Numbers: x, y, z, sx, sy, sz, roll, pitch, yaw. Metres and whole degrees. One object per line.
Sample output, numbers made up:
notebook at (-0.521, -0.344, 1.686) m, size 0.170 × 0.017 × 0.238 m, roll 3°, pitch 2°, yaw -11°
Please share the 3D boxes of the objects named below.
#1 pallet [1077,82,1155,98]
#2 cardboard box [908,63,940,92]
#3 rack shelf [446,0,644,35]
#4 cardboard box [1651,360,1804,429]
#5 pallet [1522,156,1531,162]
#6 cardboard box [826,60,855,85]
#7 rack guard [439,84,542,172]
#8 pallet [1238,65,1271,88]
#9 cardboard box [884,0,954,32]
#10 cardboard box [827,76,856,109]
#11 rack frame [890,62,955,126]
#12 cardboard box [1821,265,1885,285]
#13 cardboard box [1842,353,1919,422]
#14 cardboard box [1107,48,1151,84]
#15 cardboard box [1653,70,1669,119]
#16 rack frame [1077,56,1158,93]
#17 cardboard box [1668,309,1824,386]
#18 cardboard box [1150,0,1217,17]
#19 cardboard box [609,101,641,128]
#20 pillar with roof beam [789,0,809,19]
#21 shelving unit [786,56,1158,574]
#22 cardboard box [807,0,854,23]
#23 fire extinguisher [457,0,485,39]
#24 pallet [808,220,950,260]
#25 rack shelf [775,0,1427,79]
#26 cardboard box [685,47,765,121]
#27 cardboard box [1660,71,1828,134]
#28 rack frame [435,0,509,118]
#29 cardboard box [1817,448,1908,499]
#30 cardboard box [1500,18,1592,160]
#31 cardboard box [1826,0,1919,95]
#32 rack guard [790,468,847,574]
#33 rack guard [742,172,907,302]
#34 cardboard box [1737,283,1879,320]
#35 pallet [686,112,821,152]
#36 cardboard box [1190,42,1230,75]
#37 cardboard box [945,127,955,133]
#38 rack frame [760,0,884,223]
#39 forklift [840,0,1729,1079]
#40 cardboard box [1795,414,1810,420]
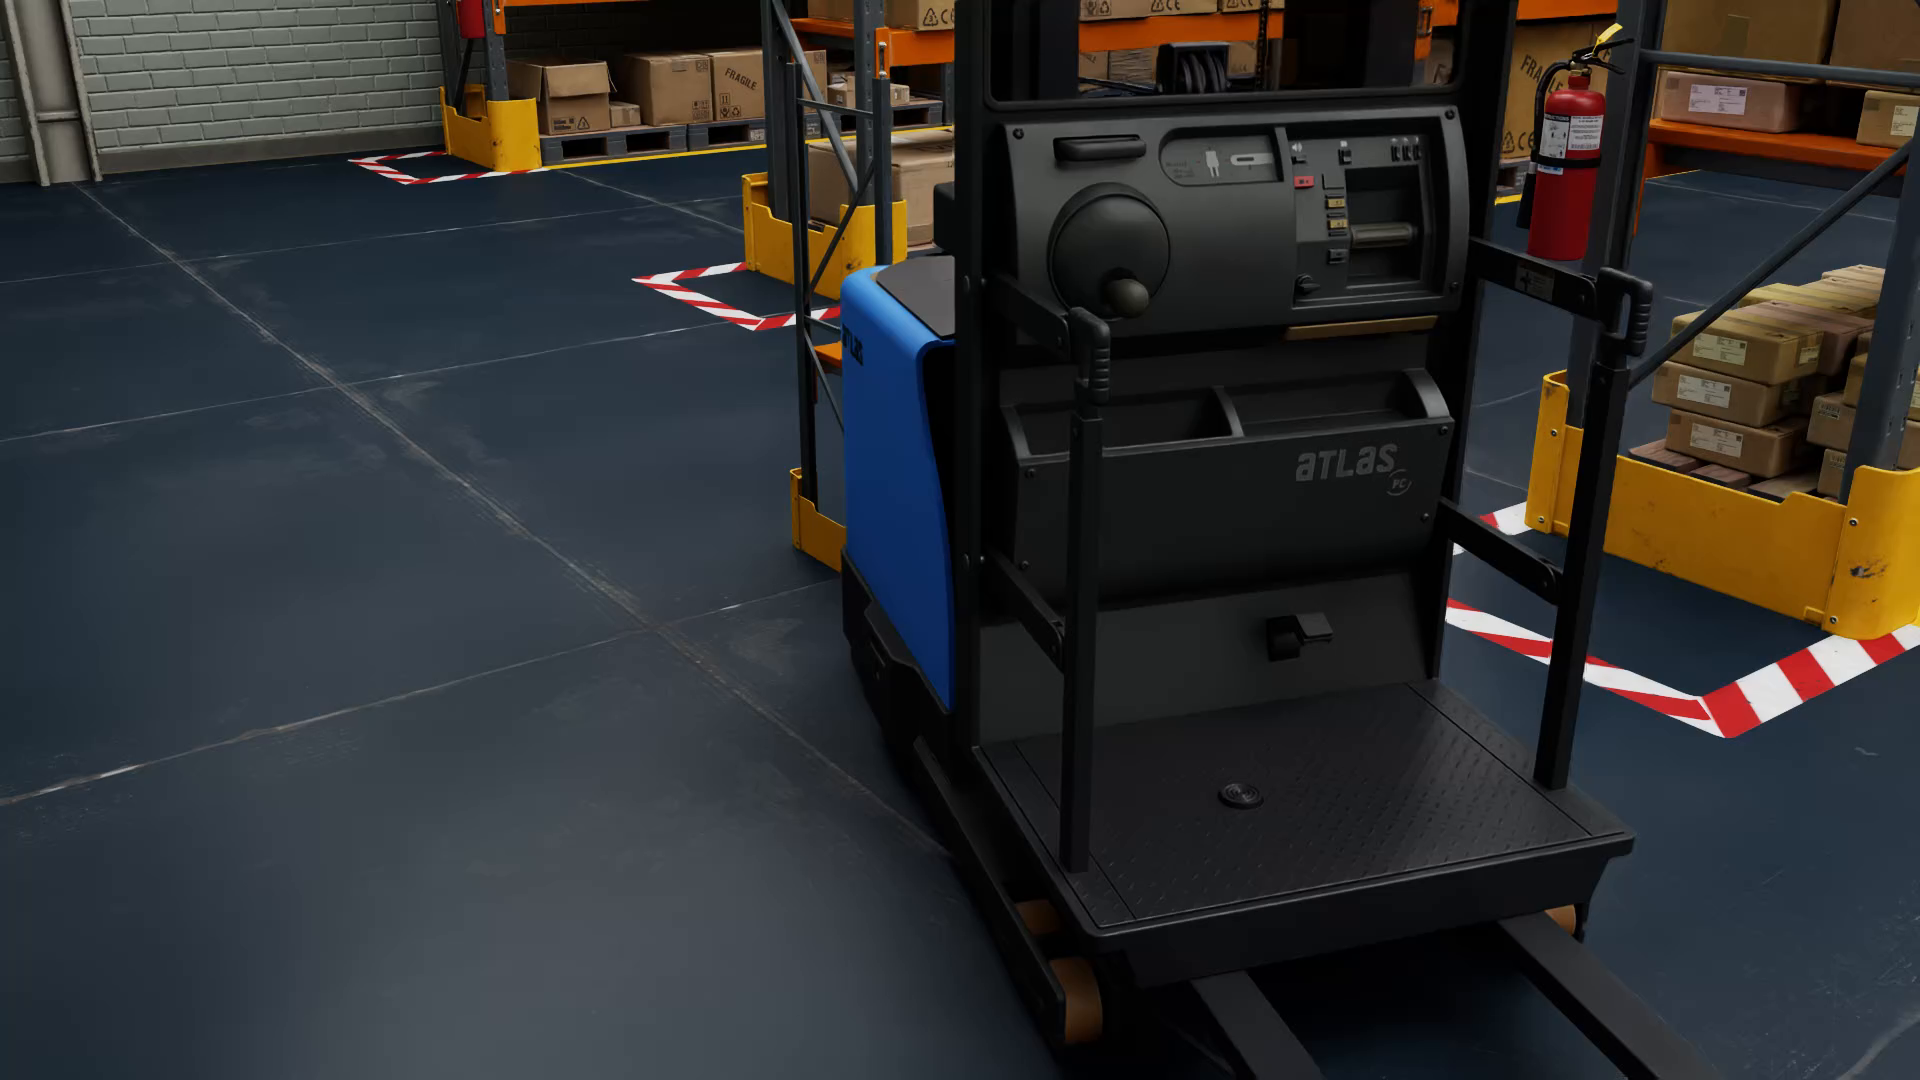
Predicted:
pallet at (1.272, -4.279, 15.836) m, size 1.213 × 0.211 × 1.003 m, roll -15°, pitch 26°, yaw -33°
cardboard box at (-0.131, -4.351, 15.058) m, size 0.500 × 0.500 × 0.500 m, roll -15°, pitch 26°, yaw -33°
rack shelf at (-1.980, -4.354, 13.232) m, size 4.000 × 0.370 × 1.077 m, roll -15°, pitch 26°, yaw -33°
cardboard box at (2.533, -0.505, 5.493) m, size 0.250 × 0.149 × 0.380 m, roll -16°, pitch 27°, yaw -34°
pallet at (4.119, -2.789, 12.101) m, size 1.213 × 0.211 × 1.003 m, roll -15°, pitch 26°, yaw -33°
cardboard box at (-1.031, -3.996, 14.424) m, size 0.500 × 0.311 × 0.500 m, roll -14°, pitch 26°, yaw -31°
rack guard at (-3.542, -3.111, 12.518) m, size 0.348 × 0.500 × 1.175 m, roll -15°, pitch 26°, yaw -33°
pallet at (3.581, -4.859, 17.287) m, size 1.213 × 0.211 × 1.003 m, roll -15°, pitch 26°, yaw -33°
cardboard box at (-0.145, -2.827, 8.299) m, size 0.500 × 0.500 × 0.500 m, roll -15°, pitch 26°, yaw -33°
cardboard box at (-0.927, -3.760, 13.895) m, size 0.258 × 0.266 × 0.396 m, roll -14°, pitch 26°, yaw -31°
rack frame at (-0.357, -5.121, 14.184) m, size 0.127 × 3.000 × 1.000 m, roll -15°, pitch 26°, yaw -33°
cardboard box at (3.359, -0.877, 6.025) m, size 0.250 × 0.149 × 0.380 m, roll -14°, pitch 26°, yaw -31°
cardboard box at (2.895, -0.454, 4.965) m, size 0.250 × 0.149 × 0.380 m, roll -16°, pitch 27°, yaw -35°
cardboard box at (1.426, -4.528, 15.502) m, size 0.500 × 0.500 × 0.500 m, roll -16°, pitch 27°, yaw -35°
cardboard box at (5.183, -3.578, 12.617) m, size 0.875 × 0.875 × 0.875 m, roll -15°, pitch 26°, yaw -33°
rack frame at (0.482, -0.825, 5.440) m, size 0.032 × 1.500 × 0.500 m, roll -15°, pitch 26°, yaw -33°
cardboard box at (2.553, -0.634, 5.415) m, size 0.250 × 0.149 × 0.380 m, roll -15°, pitch 26°, yaw -32°
cardboard box at (1.070, -3.163, 9.141) m, size 0.500 × 0.500 × 0.500 m, roll -14°, pitch 26°, yaw -31°
cardboard box at (-2.684, -3.311, 12.926) m, size 0.250 × 0.149 × 0.380 m, roll -16°, pitch 27°, yaw -35°
pillar with roof beam at (1.066, -6.733, 10.128) m, size 0.400 × 9.000 × 9.100 m, roll -15°, pitch 26°, yaw -33°
shelving unit at (0.062, -0.713, 5.160) m, size 1.083 × 1.500 × 0.587 m, roll -15°, pitch 26°, yaw -33°
cardboard box at (-0.465, -2.994, 8.716) m, size 0.500 × 0.500 × 0.500 m, roll -15°, pitch 26°, yaw -33°
fire extinguisher at (-3.453, -3.876, 11.669) m, size 0.183 × 0.674 × 0.296 m, roll -15°, pitch 26°, yaw -33°
pallet at (-0.099, -1.665, 9.283) m, size 1.213 × 0.211 × 1.003 m, roll -15°, pitch 26°, yaw -33°
rack shelf at (0.922, -2.862, 9.492) m, size 4.000 × 0.370 × 1.077 m, roll -15°, pitch 26°, yaw -33°
cardboard box at (-1.848, -3.651, 13.305) m, size 0.500 × 0.500 × 0.500 m, roll -14°, pitch 26°, yaw -32°
cardboard box at (2.371, -1.335, 5.033) m, size 0.250 × 0.149 × 0.380 m, roll -15°, pitch 26°, yaw -33°
rack frame at (-3.604, -4.256, 12.014) m, size 0.127 × 3.000 × 1.000 m, roll -15°, pitch 26°, yaw -33°
cardboard box at (2.883, -0.184, 5.090) m, size 0.250 × 0.149 × 0.380 m, roll -14°, pitch 26°, yaw -32°
cardboard box at (3.730, -3.193, 11.652) m, size 0.875 × 0.875 × 0.875 m, roll -14°, pitch 26°, yaw -31°
cardboard box at (2.797, -1.494, 4.558) m, size 0.500 × 0.500 × 0.500 m, roll -14°, pitch 25°, yaw -30°
rack guard at (-0.342, -0.025, 5.121) m, size 0.087 × 0.250 × 0.587 m, roll -15°, pitch 26°, yaw -33°
rack guard at (-0.721, -1.597, 8.724) m, size 0.348 × 0.500 × 1.175 m, roll -15°, pitch 26°, yaw -33°
cardboard box at (2.926, -0.765, 5.744) m, size 0.250 × 0.149 × 0.380 m, roll -16°, pitch 27°, yaw -34°
pallet at (-1.906, -3.412, 13.663) m, size 1.213 × 0.211 × 1.003 m, roll -15°, pitch 26°, yaw -33°
cardboard box at (2.260, -4.760, 16.084) m, size 0.500 × 0.500 × 0.500 m, roll -15°, pitch 26°, yaw -34°
cardboard box at (0.513, -2.142, 9.607) m, size 0.875 × 0.438 × 0.875 m, roll -14°, pitch 26°, yaw -31°
rack frame at (-0.702, -2.763, 8.274) m, size 0.127 × 3.000 × 1.000 m, roll -15°, pitch 26°, yaw -33°
forklift at (0.597, -0.594, 2.929) m, size 1.130 × 2.935 × 3.031 m, roll -6°, pitch 23°, yaw -16°
cardboard box at (2.726, -0.430, 5.706) m, size 0.250 × 0.149 × 0.380 m, roll -14°, pitch 26°, yaw -31°
